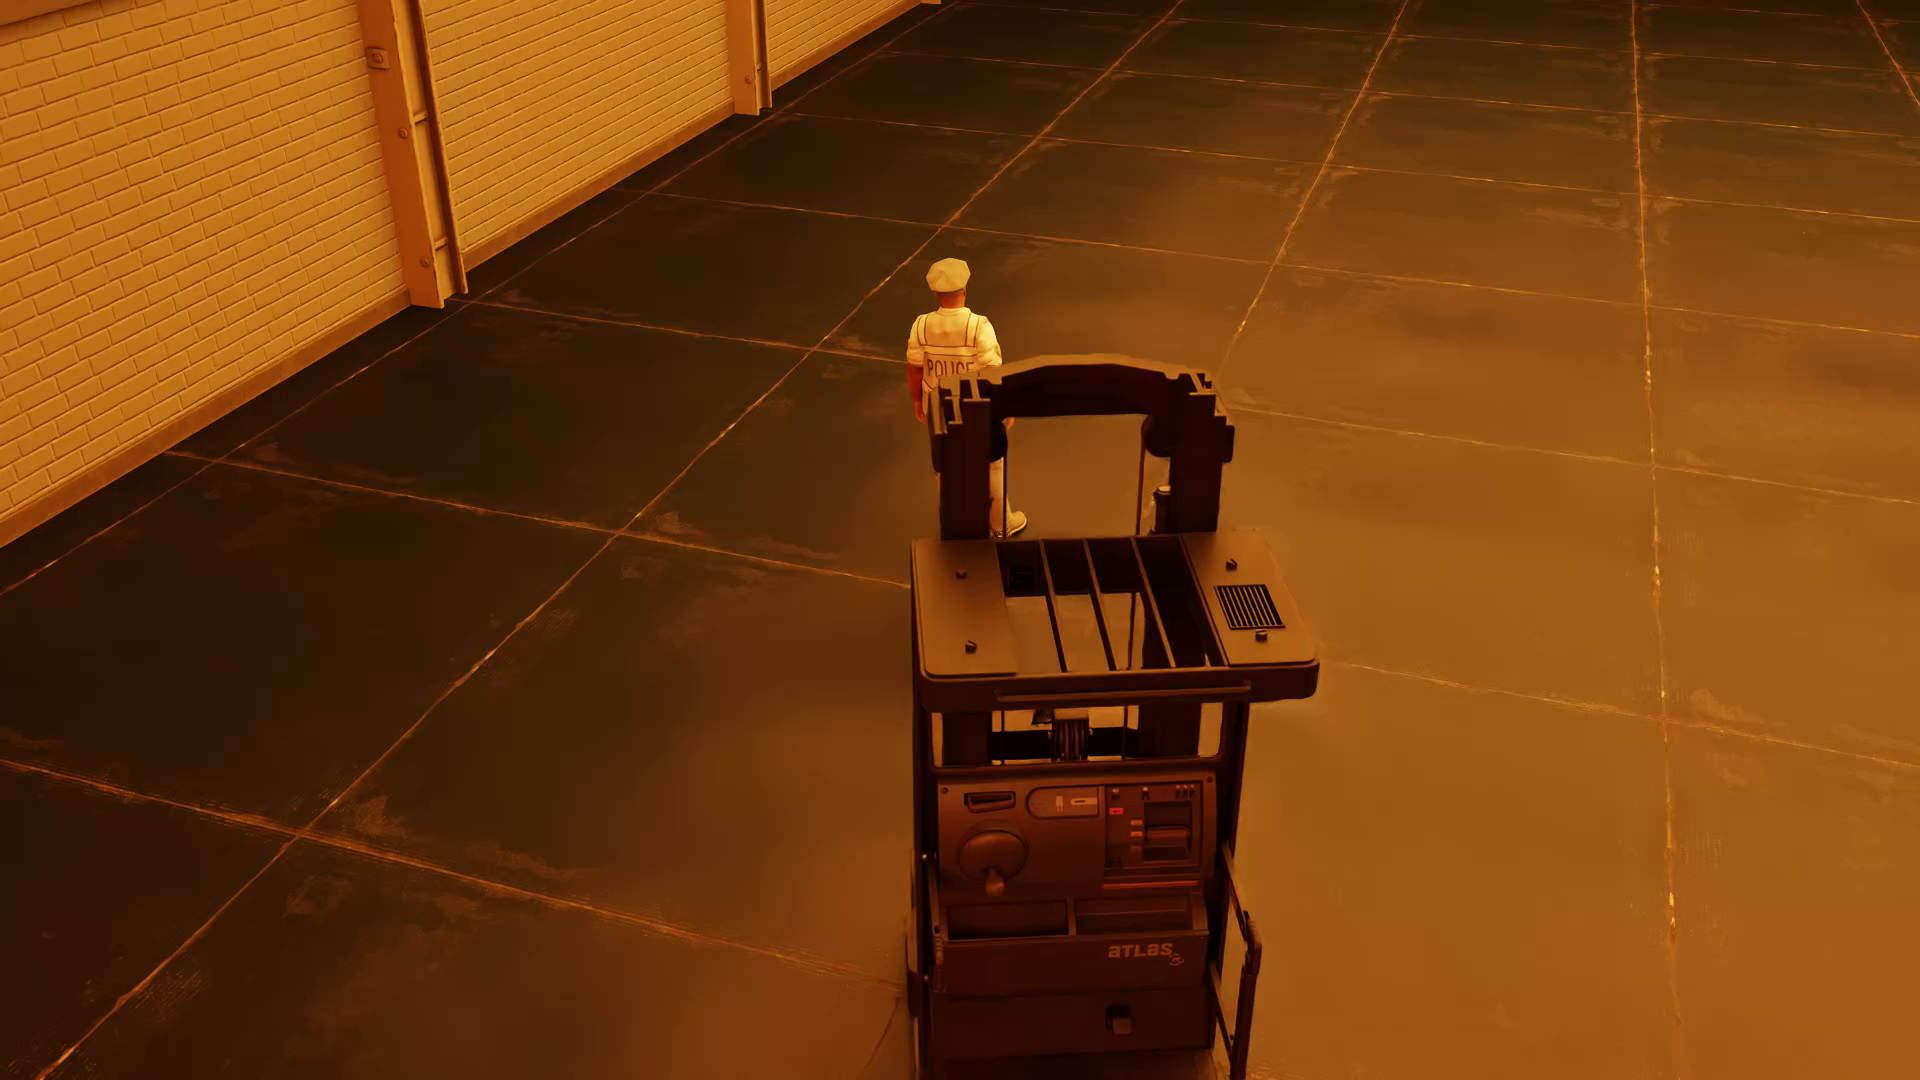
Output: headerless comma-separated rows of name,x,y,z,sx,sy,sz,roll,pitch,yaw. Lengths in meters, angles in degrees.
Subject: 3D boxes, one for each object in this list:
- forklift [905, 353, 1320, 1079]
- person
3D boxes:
forklift,0.408,1.019,5.348,1.130,2.935,3.031,-2,30,-3
person,0.037,-0.811,9.713,0.640,1.773,0.575,10,31,16
